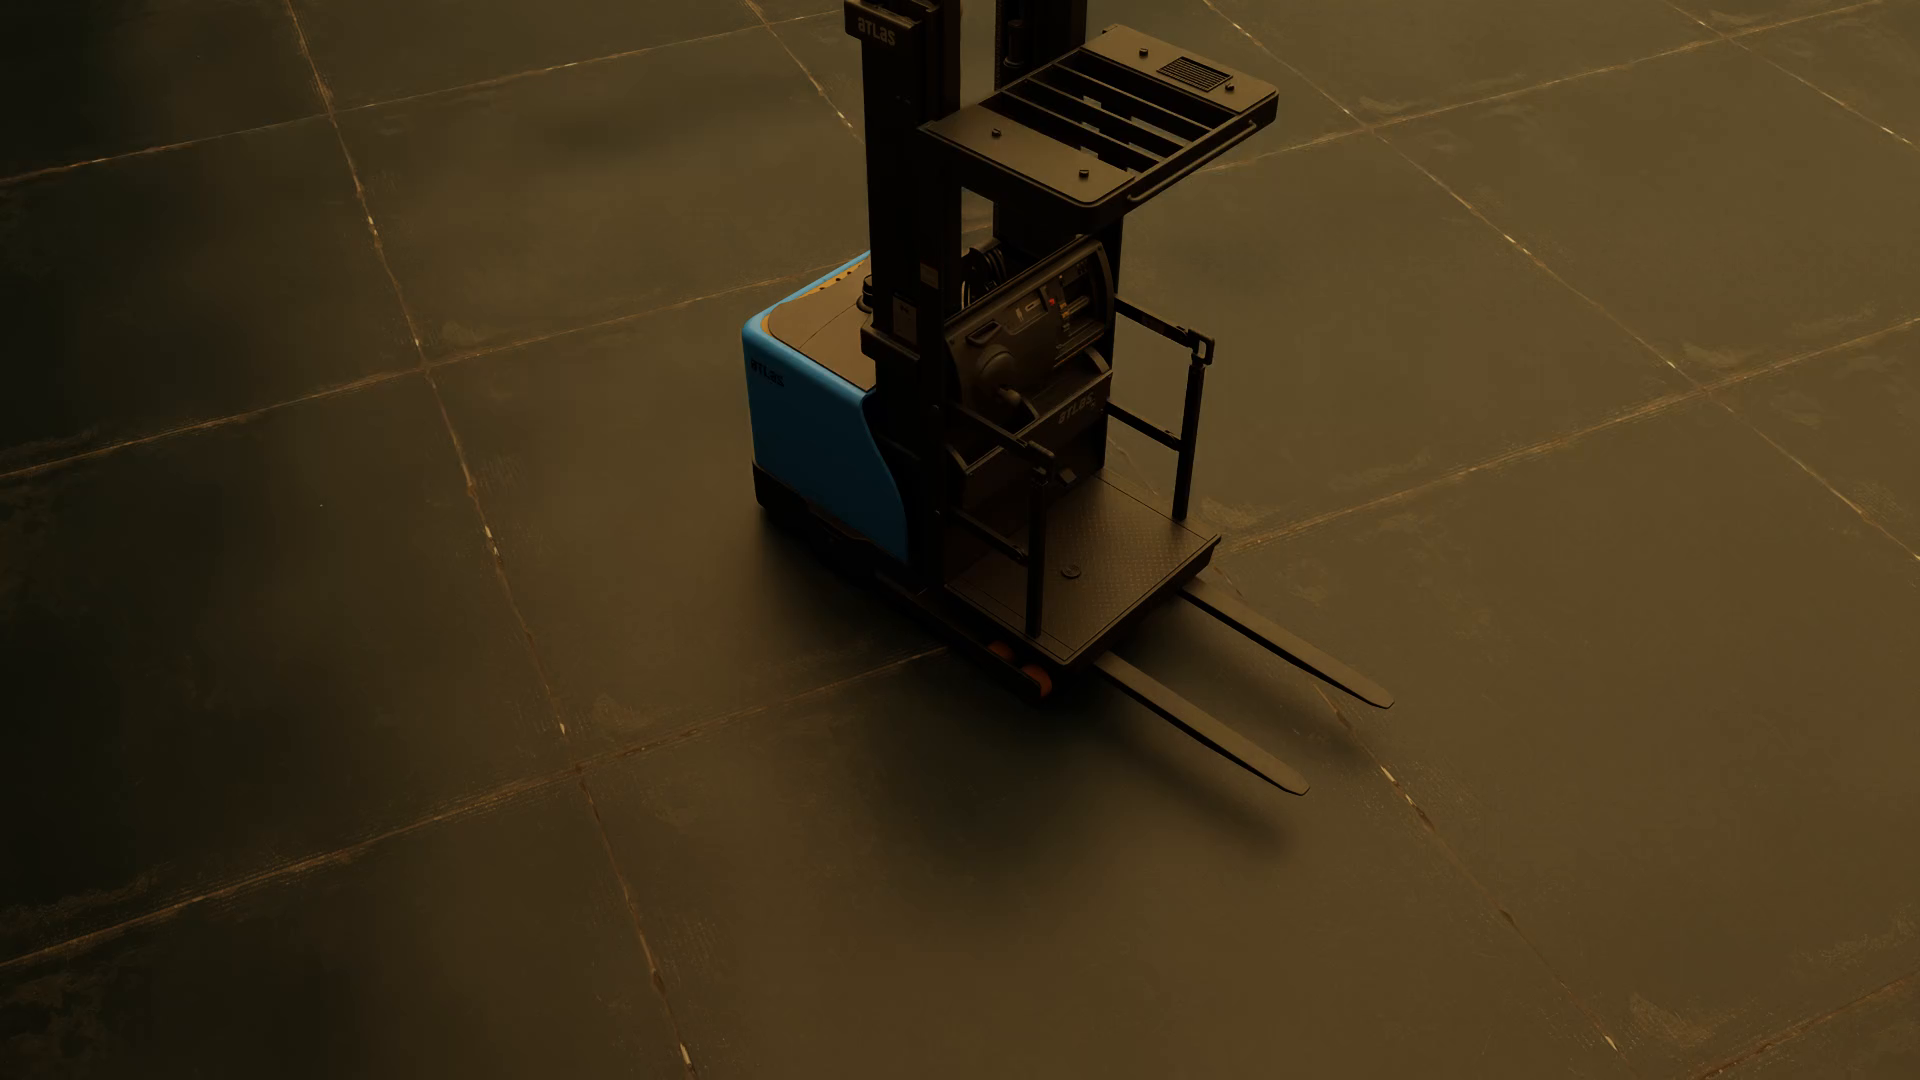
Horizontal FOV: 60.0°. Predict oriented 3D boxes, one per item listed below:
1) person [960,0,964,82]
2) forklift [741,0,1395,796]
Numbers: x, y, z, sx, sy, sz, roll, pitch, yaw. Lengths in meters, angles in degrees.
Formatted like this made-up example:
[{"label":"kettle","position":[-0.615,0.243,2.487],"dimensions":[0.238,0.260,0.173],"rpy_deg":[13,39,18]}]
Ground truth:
[{"label":"person","position":[-0.200,-3.264,10.103],"dimensions":[0.570,1.654,0.504],"rpy_deg":[-29,50,-27]},{"label":"forklift","position":[0.445,-0.788,6.525],"dimensions":[3.031,2.935,1.130],"rpy_deg":[32,52,30]}]
